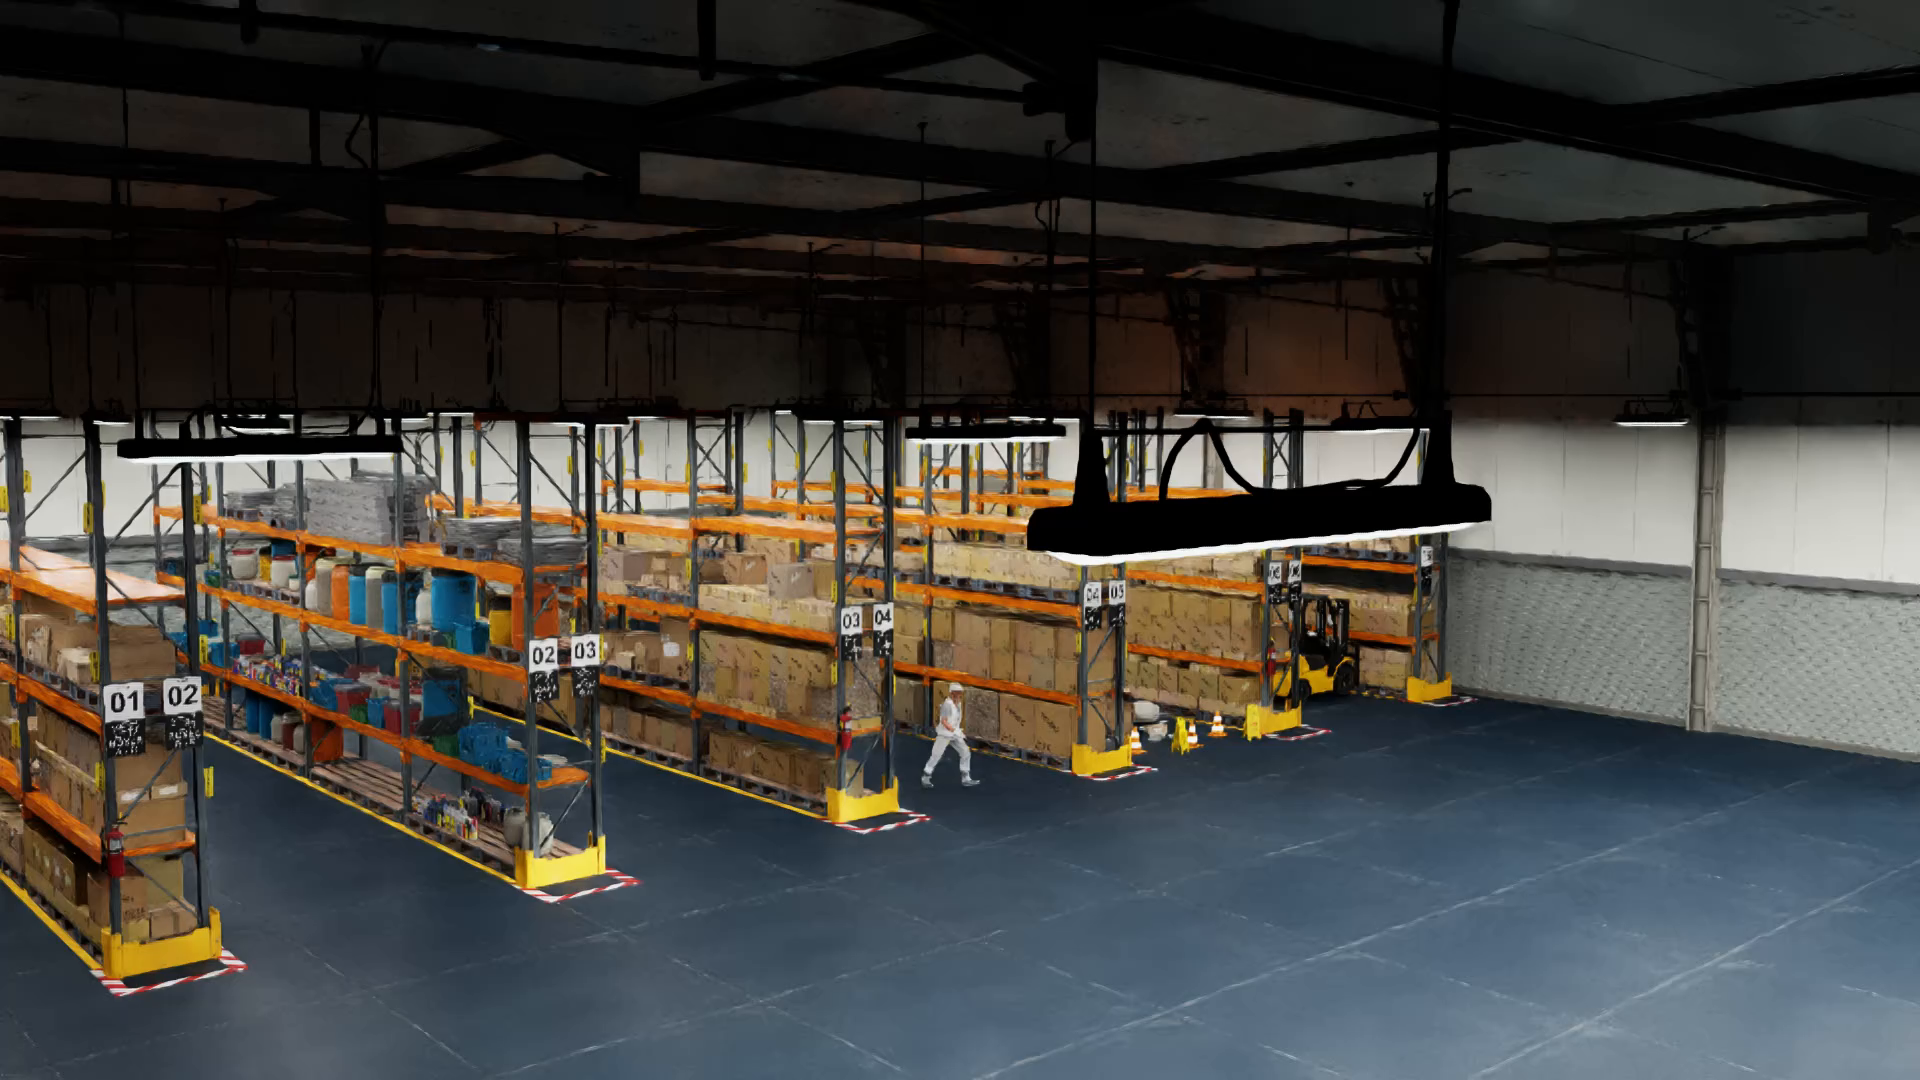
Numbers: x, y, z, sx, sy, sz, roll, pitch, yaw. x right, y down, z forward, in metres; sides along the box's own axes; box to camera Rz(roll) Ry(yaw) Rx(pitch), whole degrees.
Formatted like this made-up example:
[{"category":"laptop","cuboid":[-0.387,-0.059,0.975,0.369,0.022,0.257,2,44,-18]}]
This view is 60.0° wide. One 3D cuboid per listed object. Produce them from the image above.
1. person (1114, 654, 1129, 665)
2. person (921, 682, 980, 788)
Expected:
[{"category":"person","cuboid":[3.571,2.272,36.568,0.494,1.672,0.423,2,5,18]},{"category":"person","cuboid":[-0.181,3.119,26.697,0.845,1.714,0.676,3,6,32]}]
